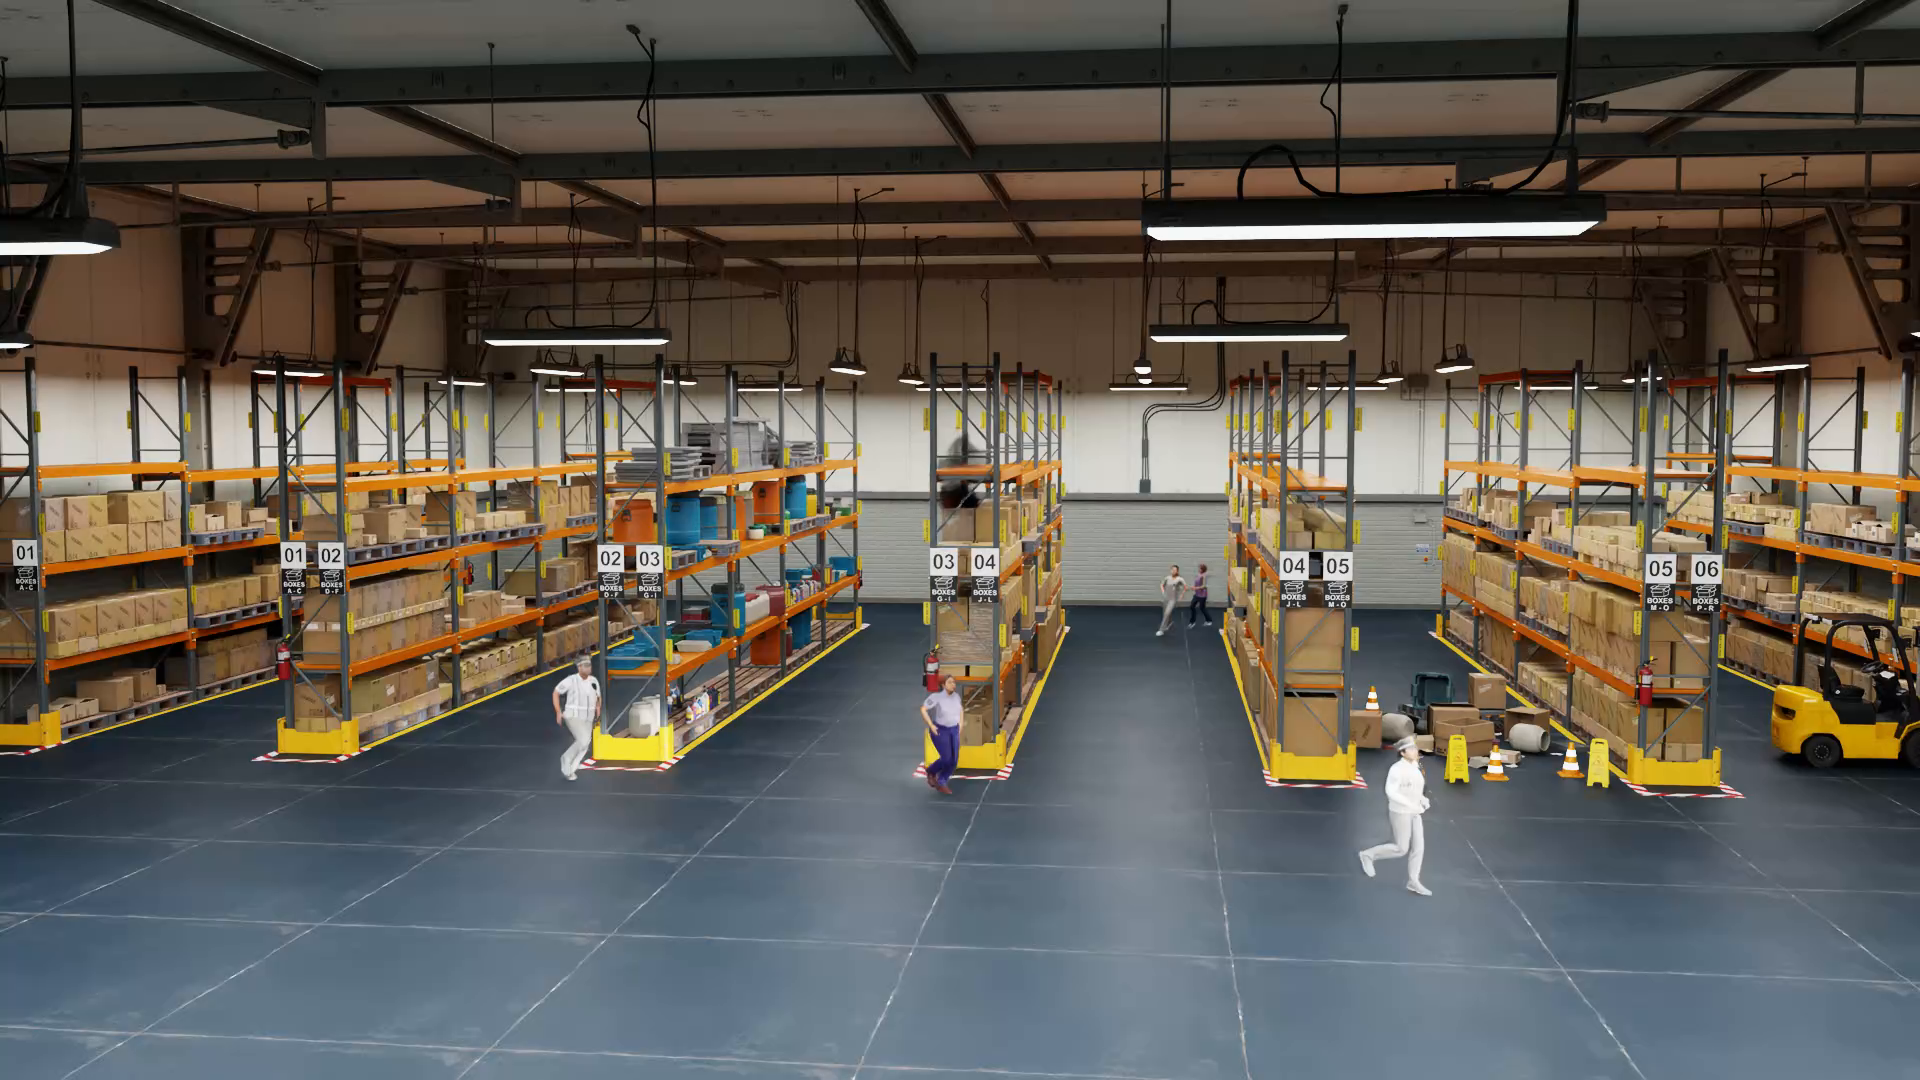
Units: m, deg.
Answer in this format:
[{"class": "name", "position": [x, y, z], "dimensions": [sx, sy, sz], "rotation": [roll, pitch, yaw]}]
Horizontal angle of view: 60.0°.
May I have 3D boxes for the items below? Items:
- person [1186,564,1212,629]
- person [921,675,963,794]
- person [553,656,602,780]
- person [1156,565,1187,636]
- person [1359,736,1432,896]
[{"class": "person", "position": [5.877, 1.373, 40.244], "dimensions": [0.656, 1.612, 0.533], "rotation": [-1, 4, -20]}, {"class": "person", "position": [-0.185, 2.631, 22.444], "dimensions": [0.630, 1.612, 0.493], "rotation": [-3, 5, -39]}, {"class": "person", "position": [-5.290, 2.491, 23.350], "dimensions": [0.582, 1.723, 0.676], "rotation": [4, 5, 41]}, {"class": "person", "position": [4.972, 1.405, 39.067], "dimensions": [0.640, 1.634, 0.951], "rotation": [2, 5, 30]}, {"class": "person", "position": [4.745, 2.919, 17.820], "dimensions": [0.724, 1.695, 0.624], "rotation": [4, 6, 43]}]
